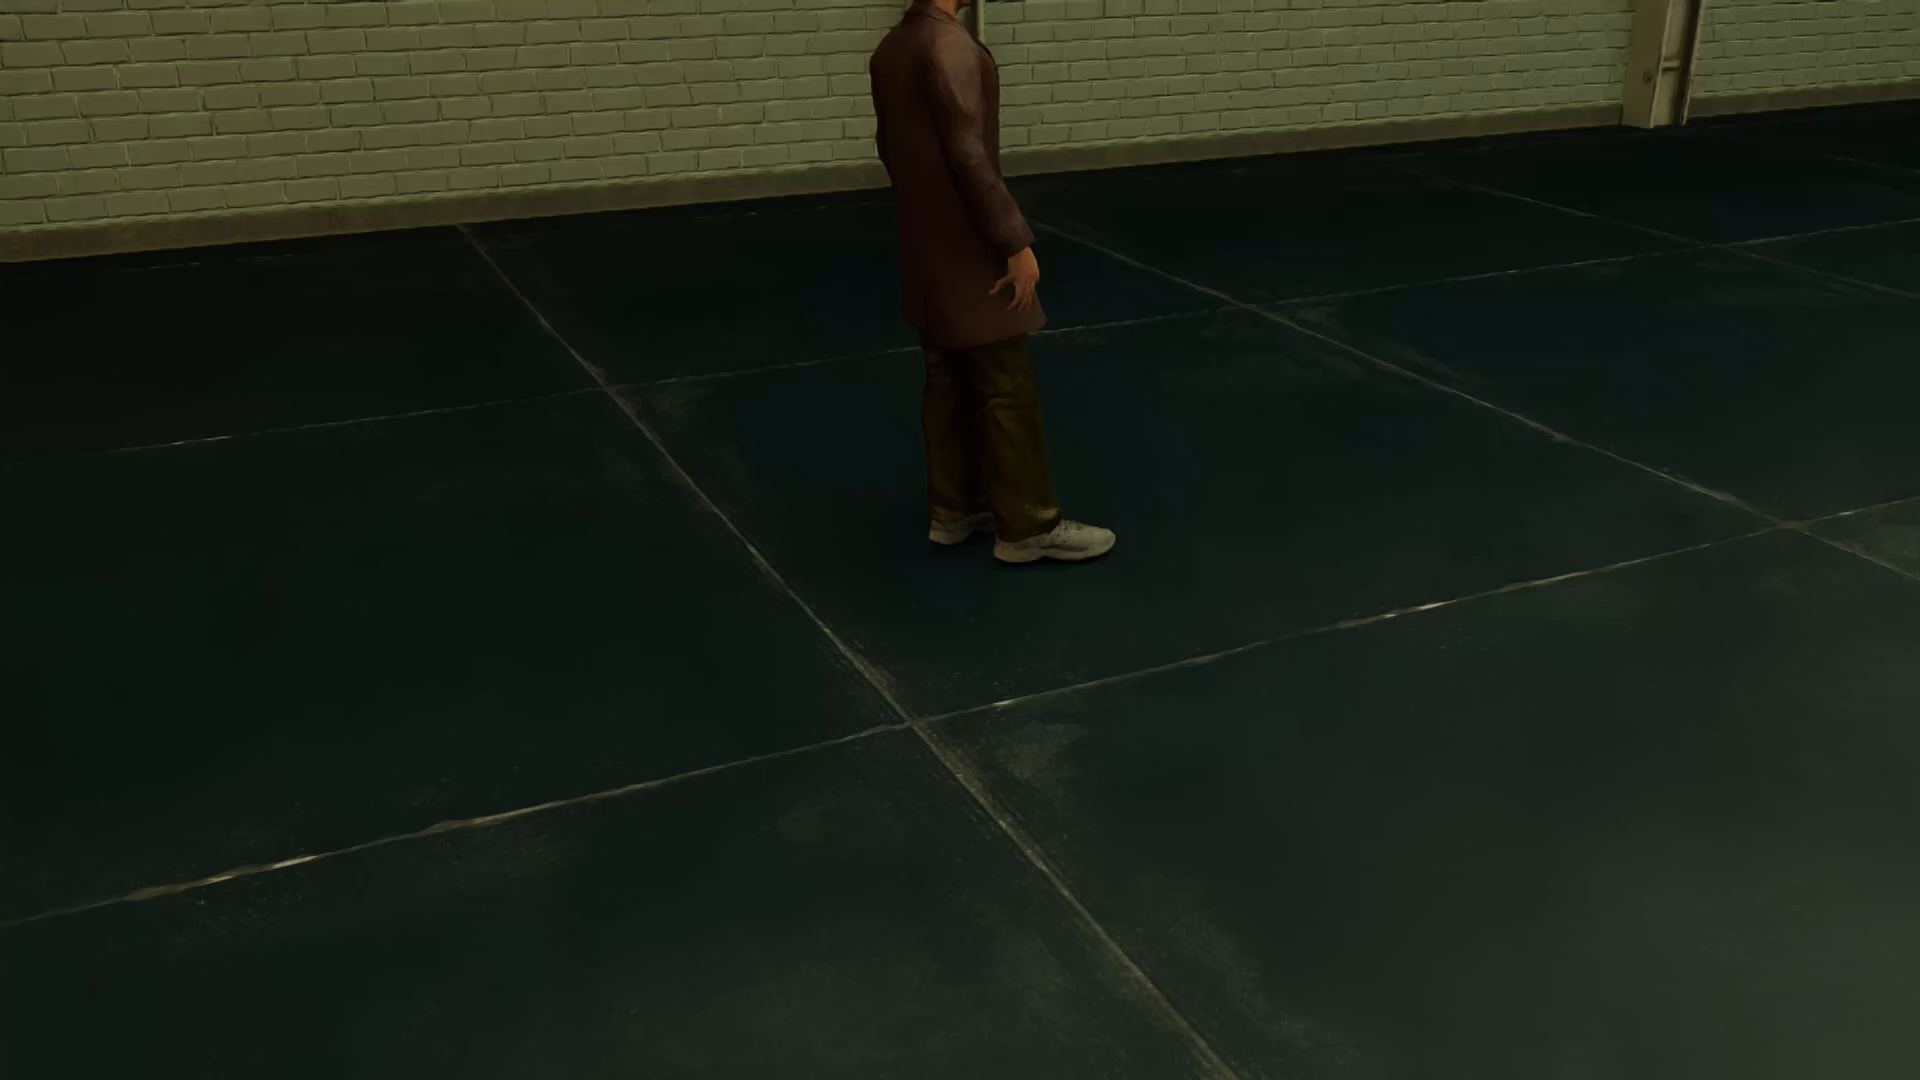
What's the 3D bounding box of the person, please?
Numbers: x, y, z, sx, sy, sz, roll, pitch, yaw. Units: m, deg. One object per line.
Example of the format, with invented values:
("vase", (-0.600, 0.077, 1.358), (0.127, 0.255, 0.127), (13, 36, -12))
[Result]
("person", (0.085, -0.841, 4.795), (0.580, 1.776, 0.694), (-10, 25, -23))
